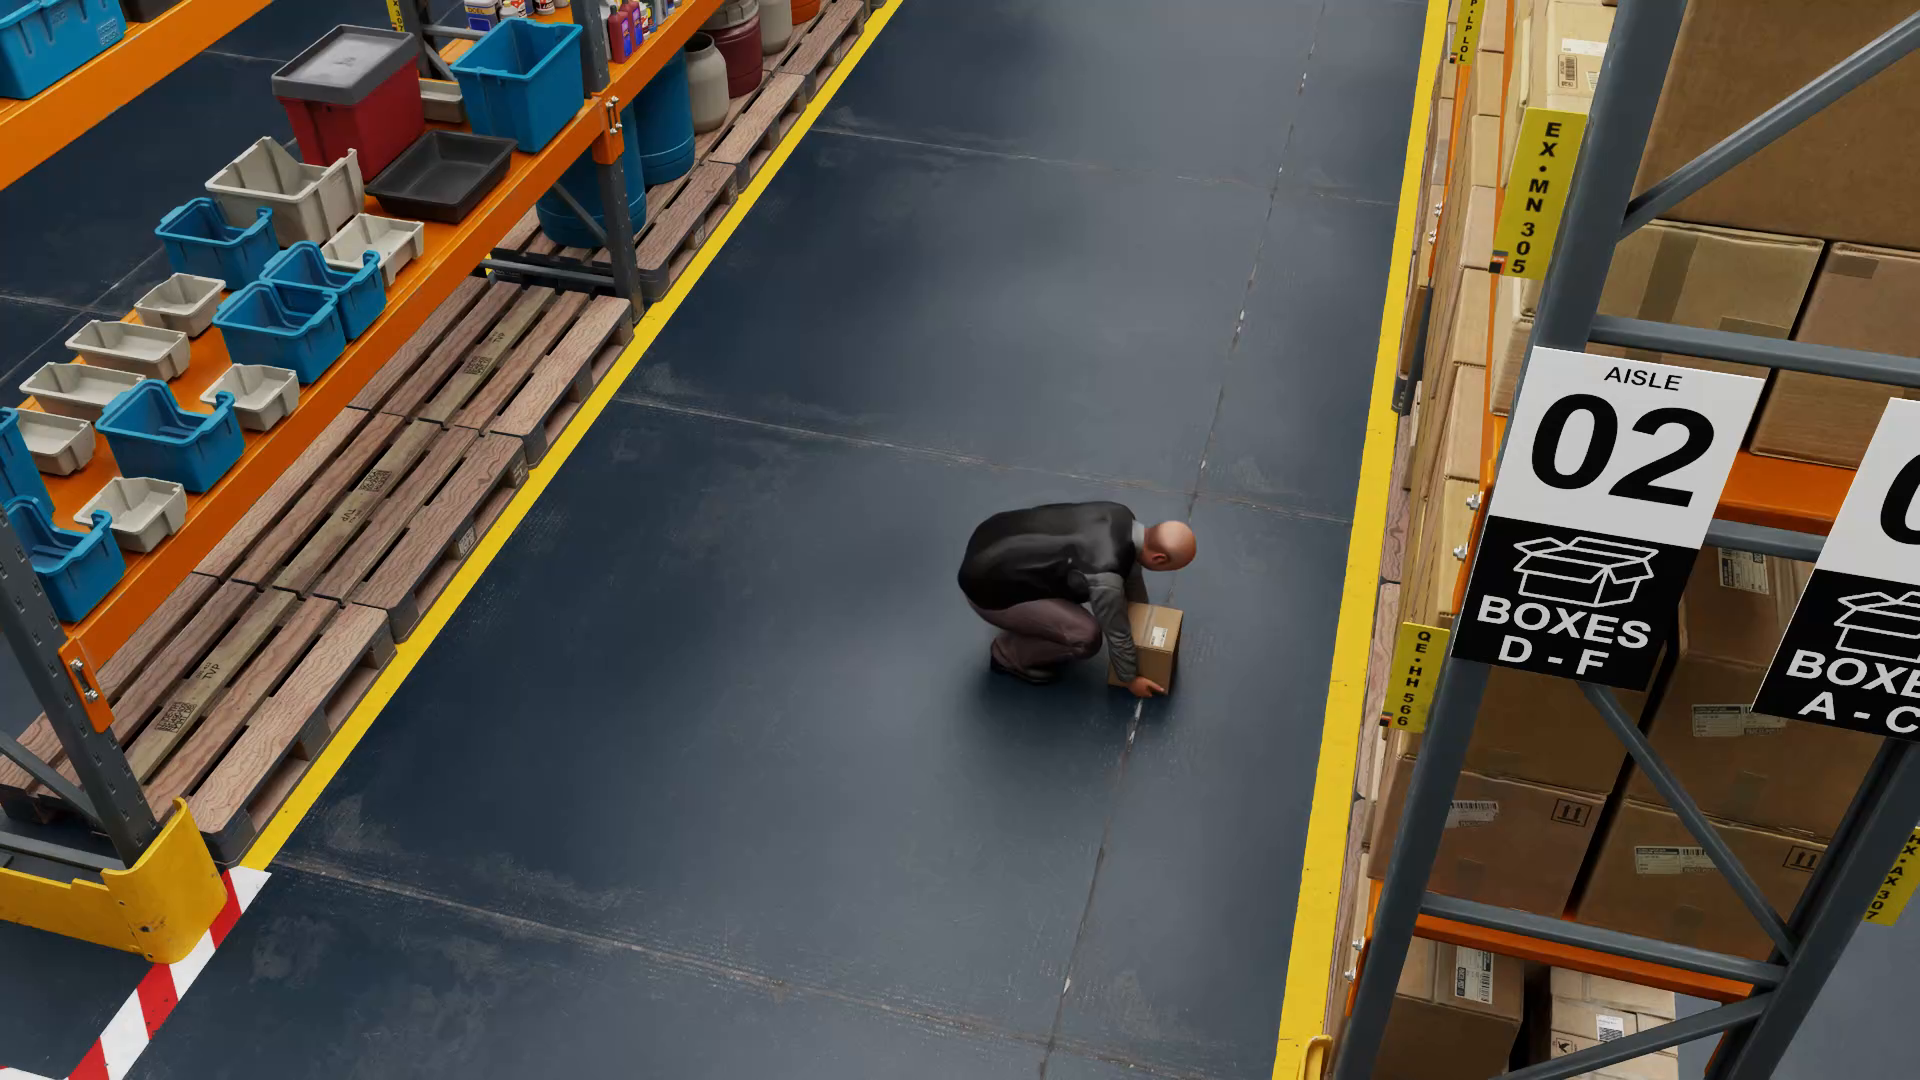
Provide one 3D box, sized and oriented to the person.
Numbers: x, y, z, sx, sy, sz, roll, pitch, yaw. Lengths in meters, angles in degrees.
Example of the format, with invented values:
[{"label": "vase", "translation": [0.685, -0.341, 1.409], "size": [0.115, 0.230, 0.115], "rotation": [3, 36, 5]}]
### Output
[{"label": "person", "translation": [0.464, 0.220, 6.716], "size": [0.918, 0.823, 0.518], "rotation": [9, 42, 11]}]
